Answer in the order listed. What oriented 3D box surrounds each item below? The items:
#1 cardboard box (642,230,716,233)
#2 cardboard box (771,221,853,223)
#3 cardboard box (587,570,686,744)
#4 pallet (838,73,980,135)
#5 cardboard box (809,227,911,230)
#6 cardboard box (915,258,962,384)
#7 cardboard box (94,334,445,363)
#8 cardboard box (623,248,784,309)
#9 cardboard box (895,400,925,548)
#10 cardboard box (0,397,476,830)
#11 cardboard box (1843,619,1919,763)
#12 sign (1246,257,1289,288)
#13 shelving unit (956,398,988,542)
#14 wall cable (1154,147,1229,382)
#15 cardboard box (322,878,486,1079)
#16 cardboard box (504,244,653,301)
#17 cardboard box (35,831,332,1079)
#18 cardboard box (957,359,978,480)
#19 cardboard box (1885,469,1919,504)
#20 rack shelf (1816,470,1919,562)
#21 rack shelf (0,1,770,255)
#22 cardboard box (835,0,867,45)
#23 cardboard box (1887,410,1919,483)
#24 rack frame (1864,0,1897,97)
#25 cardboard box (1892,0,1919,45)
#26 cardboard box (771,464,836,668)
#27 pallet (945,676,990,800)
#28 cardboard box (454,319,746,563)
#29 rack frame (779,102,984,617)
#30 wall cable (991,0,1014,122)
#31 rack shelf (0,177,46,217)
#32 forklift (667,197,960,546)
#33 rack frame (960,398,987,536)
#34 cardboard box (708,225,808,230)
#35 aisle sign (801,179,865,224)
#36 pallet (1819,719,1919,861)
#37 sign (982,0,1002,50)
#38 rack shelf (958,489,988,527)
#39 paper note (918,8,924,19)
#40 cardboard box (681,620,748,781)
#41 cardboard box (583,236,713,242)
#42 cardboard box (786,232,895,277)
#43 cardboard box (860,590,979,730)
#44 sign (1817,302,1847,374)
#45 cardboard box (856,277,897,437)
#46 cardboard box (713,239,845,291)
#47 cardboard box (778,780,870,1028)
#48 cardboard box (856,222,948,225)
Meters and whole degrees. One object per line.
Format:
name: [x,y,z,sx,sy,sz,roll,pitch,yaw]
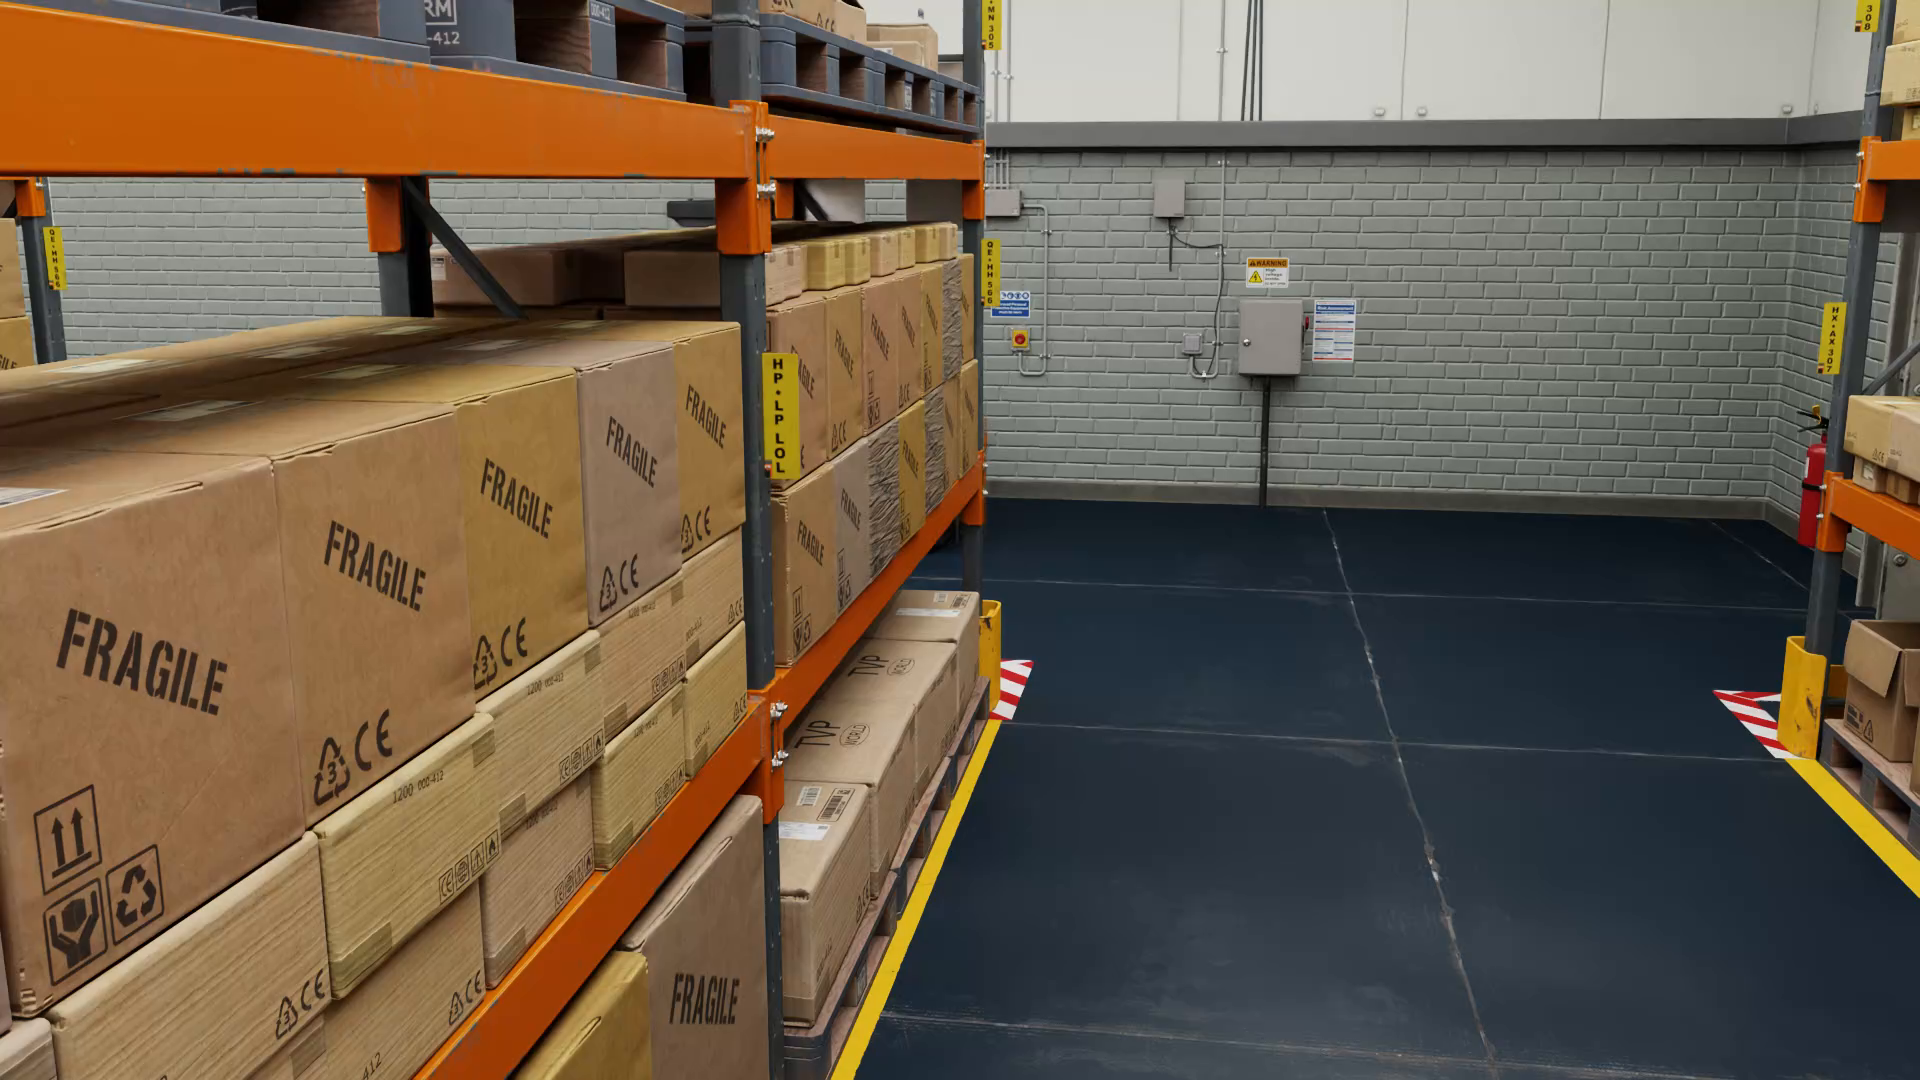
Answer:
cardboard box: [-0.995,-1.108,6.362,0.380,0.149,0.250,2,12,7]
cardboard box: [-0.715,-1.429,7.854,0.380,0.149,0.250,2,12,10]
cardboard box: [-0.899,0.226,3.493,0.500,0.250,0.500,2,12,10]
pallet: [-0.491,-1.907,7.315,1.003,0.211,1.213,2,12,9]
cardboard box: [-0.406,-1.199,6.789,0.380,0.149,0.250,2,12,8]
cardboard box: [-0.277,-0.959,7.213,0.500,0.500,0.500,2,12,9]
cardboard box: [-1.405,-0.155,3.483,0.500,0.500,0.500,2,12,8]
cardboard box: [-0.697,-0.719,4.557,0.380,0.149,0.250,2,12,8]
cardboard box: [-0.428,-0.260,6.342,0.500,0.500,0.500,2,12,10]
cardboard box: [-1.057,0.078,2.401,0.500,0.500,0.500,2,12,10]
cardboard box: [4.331,0.660,7.239,0.797,0.503,0.637,1,12,6]
sign: [2.488,-2.164,13.454,0.339,0.242,0.001,2,12,9]
shelving unit: [0.086,-0.522,12.424,0.215,1.050,0.252,2,12,7]
wall cable: [1.860,-2.267,13.481,0.588,1.984,0.122,2,12,9]
cardboard box: [-1.073,0.686,2.544,0.500,0.250,0.500,2,12,9]
cardboard box: [-1.121,-0.787,4.875,0.380,0.149,0.250,2,12,10]
cardboard box: [-1.126,0.547,2.006,0.500,0.250,0.500,2,12,8]
cardboard box: [-0.200,-0.579,7.823,0.500,0.500,0.500,2,12,9]
cardboard box: [4.203,-0.242,7.094,0.380,0.149,0.250,2,12,10]
rack shelf: [4.211,0.289,5.741,1.077,0.370,4.000,2,12,9]
rack shelf: [-1.310,-0.505,2.304,1.077,0.370,4.000,2,12,9]
cardboard box: [-0.667,-2.006,6.540,0.500,0.311,0.500,2,12,10]
cardboard box: [4.105,-0.361,6.697,0.500,0.250,0.500,2,12,9]
rack frame: [4.518,-3.412,6.965,1.000,3.000,0.127,2,12,9]
cardboard box: [4.202,-2.178,6.822,0.500,0.250,0.500,2,12,8]
cardboard box: [-0.671,0.055,4.879,0.500,0.500,0.500,2,12,11]
pallet: [-0.433,0.893,7.849,1.003,0.211,1.213,2,12,9]
cardboard box: [-0.823,-0.243,3.891,0.500,0.500,0.500,2,12,10]
rack frame: [-0.387,-0.639,8.339,1.000,3.000,0.127,2,12,9]
wall cable: [0.209,-4.765,13.244,0.463,3.000,0.029,2,12,9]
rack shelf: [-5.601,-1.477,6.814,1.077,0.370,4.000,2,12,9]
forklift: [-1.544,-1.473,12.373,3.031,2.935,1.130,2,12,8]
rack frame: [0.102,-0.548,12.542,0.200,1.050,0.008,2,12,7]
cardboard box: [-0.861,-1.266,7.099,0.380,0.149,0.250,1,12,7]
aisle sign: [-0.662,-1.934,8.179,0.394,0.787,0.004,2,12,9]
pallet: [4.385,1.066,7.047,1.003,0.211,1.213,2,12,9]
sign: [0.147,-2.479,7.844,0.100,0.325,0.005,2,12,9]
rack shelf: [0.086,-0.240,12.485,0.215,0.259,0.240,2,12,7]
paper note: [-0.135,-1.857,5.862,0.006,0.032,0.123,2,12,9]
cardboard box: [-0.822,0.368,4.020,0.500,0.250,0.500,2,12,7]
cardboard box: [-1.049,-0.945,5.609,0.380,0.149,0.250,2,12,8]
cardboard box: [-0.444,-1.035,6.026,0.380,0.149,0.250,2,12,9]
cardboard box: [-0.390,0.549,7.913,0.875,0.438,0.875,1,12,7]
sign: [3.982,-0.920,7.587,0.100,0.325,0.005,2,12,9]
cardboard box: [-0.516,-0.647,5.764,0.500,0.500,0.500,2,12,10]
cardboard box: [-0.577,-0.877,5.292,0.380,0.149,0.250,2,12,8]
cardboard box: [-0.800,1.113,5.292,0.875,0.438,0.875,2,12,8]
cardboard box: [-0.260,-1.359,7.530,0.380,0.149,0.250,2,12,10]
